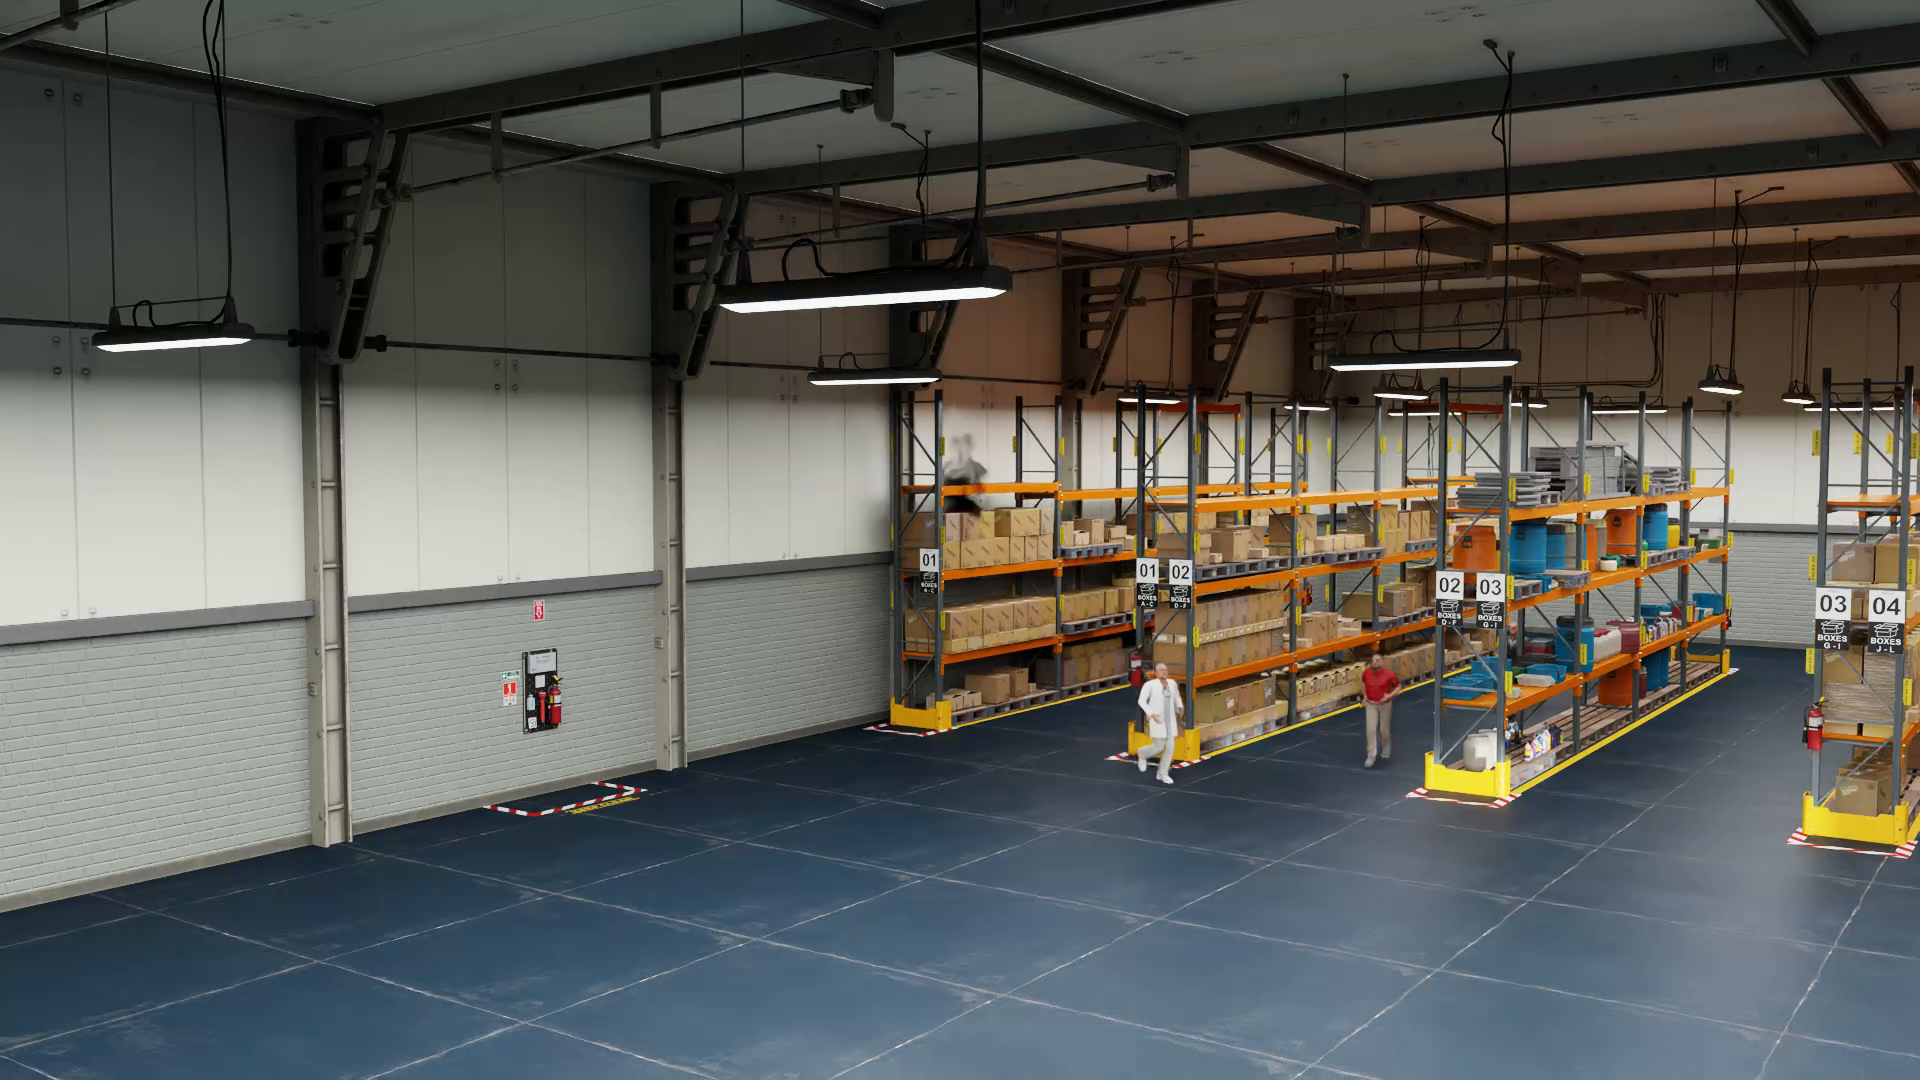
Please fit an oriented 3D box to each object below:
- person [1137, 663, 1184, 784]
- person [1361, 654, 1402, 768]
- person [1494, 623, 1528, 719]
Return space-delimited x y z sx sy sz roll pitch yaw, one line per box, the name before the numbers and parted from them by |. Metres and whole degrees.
person | 2.991 2.706 24.797 0.712 1.759 0.735 -1 3 -23
person | 6.630 2.664 26.227 0.657 1.760 0.834 2 4 26
person | 10.162 2.380 30.608 0.656 1.714 0.939 2 4 33
